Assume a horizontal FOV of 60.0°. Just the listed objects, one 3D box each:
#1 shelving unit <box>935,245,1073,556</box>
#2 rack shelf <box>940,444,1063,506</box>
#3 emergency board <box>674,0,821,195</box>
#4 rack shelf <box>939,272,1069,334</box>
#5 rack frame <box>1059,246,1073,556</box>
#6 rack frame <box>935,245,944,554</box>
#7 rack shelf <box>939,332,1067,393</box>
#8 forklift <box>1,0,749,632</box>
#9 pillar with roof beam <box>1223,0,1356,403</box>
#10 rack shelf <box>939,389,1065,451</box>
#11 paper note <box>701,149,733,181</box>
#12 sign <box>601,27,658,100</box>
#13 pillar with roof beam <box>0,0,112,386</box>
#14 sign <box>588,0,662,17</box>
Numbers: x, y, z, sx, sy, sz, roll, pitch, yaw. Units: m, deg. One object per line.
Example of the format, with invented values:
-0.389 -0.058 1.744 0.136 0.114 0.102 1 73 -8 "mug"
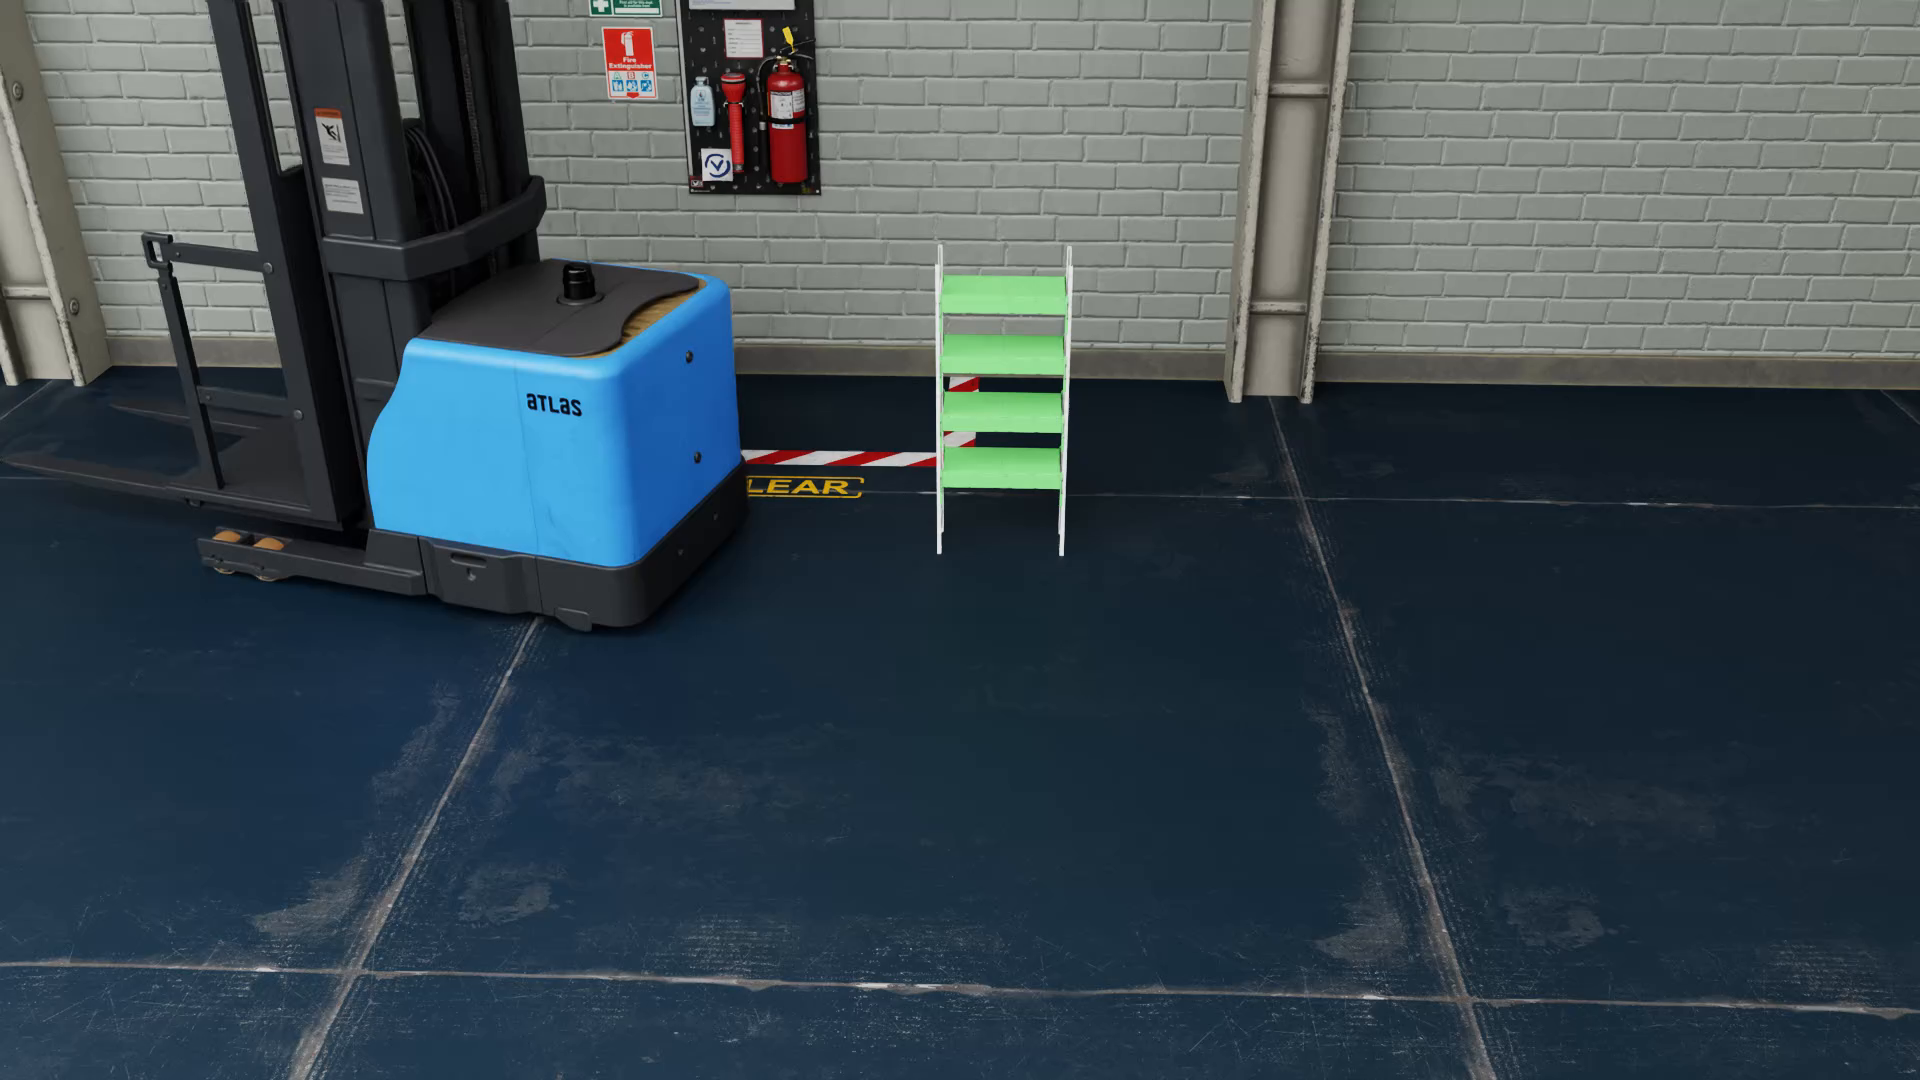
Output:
0.165 -0.527 6.464 0.503 1.200 0.258 1 28 2 "shelving unit"
0.165 -0.259 6.606 0.480 0.148 0.258 1 28 2 "rack shelf"
-0.967 -2.116 7.539 0.643 1.169 0.194 1 28 2 "emergency board"
0.165 -0.895 6.269 0.480 0.148 0.258 1 28 2 "rack shelf"
0.409 -0.523 6.456 0.015 1.200 0.240 1 28 2 "rack frame"
-0.078 -0.531 6.471 0.015 1.200 0.240 1 28 2 "rack frame"
0.165 -0.683 6.381 0.480 0.148 0.258 1 28 2 "rack shelf"
-2.440 -1.358 6.182 3.031 2.935 1.130 9 29 16 "forklift"
1.349 -2.693 2.222 0.400 9.000 9.100 1 28 2 "pillar with roof beam"
0.165 -0.471 6.494 0.480 0.148 0.258 1 28 2 "rack shelf"
-1.142 -1.762 7.812 0.142 0.148 0.016 1 28 2 "paper note"
-1.516 -2.189 7.639 0.234 0.329 0.001 1 28 2 "sign"
-4.647 -2.792 2.409 0.400 9.000 9.100 1 28 2 "pillar with roof beam"
-1.512 -2.419 7.507 0.331 0.109 0.001 1 28 2 "sign"
